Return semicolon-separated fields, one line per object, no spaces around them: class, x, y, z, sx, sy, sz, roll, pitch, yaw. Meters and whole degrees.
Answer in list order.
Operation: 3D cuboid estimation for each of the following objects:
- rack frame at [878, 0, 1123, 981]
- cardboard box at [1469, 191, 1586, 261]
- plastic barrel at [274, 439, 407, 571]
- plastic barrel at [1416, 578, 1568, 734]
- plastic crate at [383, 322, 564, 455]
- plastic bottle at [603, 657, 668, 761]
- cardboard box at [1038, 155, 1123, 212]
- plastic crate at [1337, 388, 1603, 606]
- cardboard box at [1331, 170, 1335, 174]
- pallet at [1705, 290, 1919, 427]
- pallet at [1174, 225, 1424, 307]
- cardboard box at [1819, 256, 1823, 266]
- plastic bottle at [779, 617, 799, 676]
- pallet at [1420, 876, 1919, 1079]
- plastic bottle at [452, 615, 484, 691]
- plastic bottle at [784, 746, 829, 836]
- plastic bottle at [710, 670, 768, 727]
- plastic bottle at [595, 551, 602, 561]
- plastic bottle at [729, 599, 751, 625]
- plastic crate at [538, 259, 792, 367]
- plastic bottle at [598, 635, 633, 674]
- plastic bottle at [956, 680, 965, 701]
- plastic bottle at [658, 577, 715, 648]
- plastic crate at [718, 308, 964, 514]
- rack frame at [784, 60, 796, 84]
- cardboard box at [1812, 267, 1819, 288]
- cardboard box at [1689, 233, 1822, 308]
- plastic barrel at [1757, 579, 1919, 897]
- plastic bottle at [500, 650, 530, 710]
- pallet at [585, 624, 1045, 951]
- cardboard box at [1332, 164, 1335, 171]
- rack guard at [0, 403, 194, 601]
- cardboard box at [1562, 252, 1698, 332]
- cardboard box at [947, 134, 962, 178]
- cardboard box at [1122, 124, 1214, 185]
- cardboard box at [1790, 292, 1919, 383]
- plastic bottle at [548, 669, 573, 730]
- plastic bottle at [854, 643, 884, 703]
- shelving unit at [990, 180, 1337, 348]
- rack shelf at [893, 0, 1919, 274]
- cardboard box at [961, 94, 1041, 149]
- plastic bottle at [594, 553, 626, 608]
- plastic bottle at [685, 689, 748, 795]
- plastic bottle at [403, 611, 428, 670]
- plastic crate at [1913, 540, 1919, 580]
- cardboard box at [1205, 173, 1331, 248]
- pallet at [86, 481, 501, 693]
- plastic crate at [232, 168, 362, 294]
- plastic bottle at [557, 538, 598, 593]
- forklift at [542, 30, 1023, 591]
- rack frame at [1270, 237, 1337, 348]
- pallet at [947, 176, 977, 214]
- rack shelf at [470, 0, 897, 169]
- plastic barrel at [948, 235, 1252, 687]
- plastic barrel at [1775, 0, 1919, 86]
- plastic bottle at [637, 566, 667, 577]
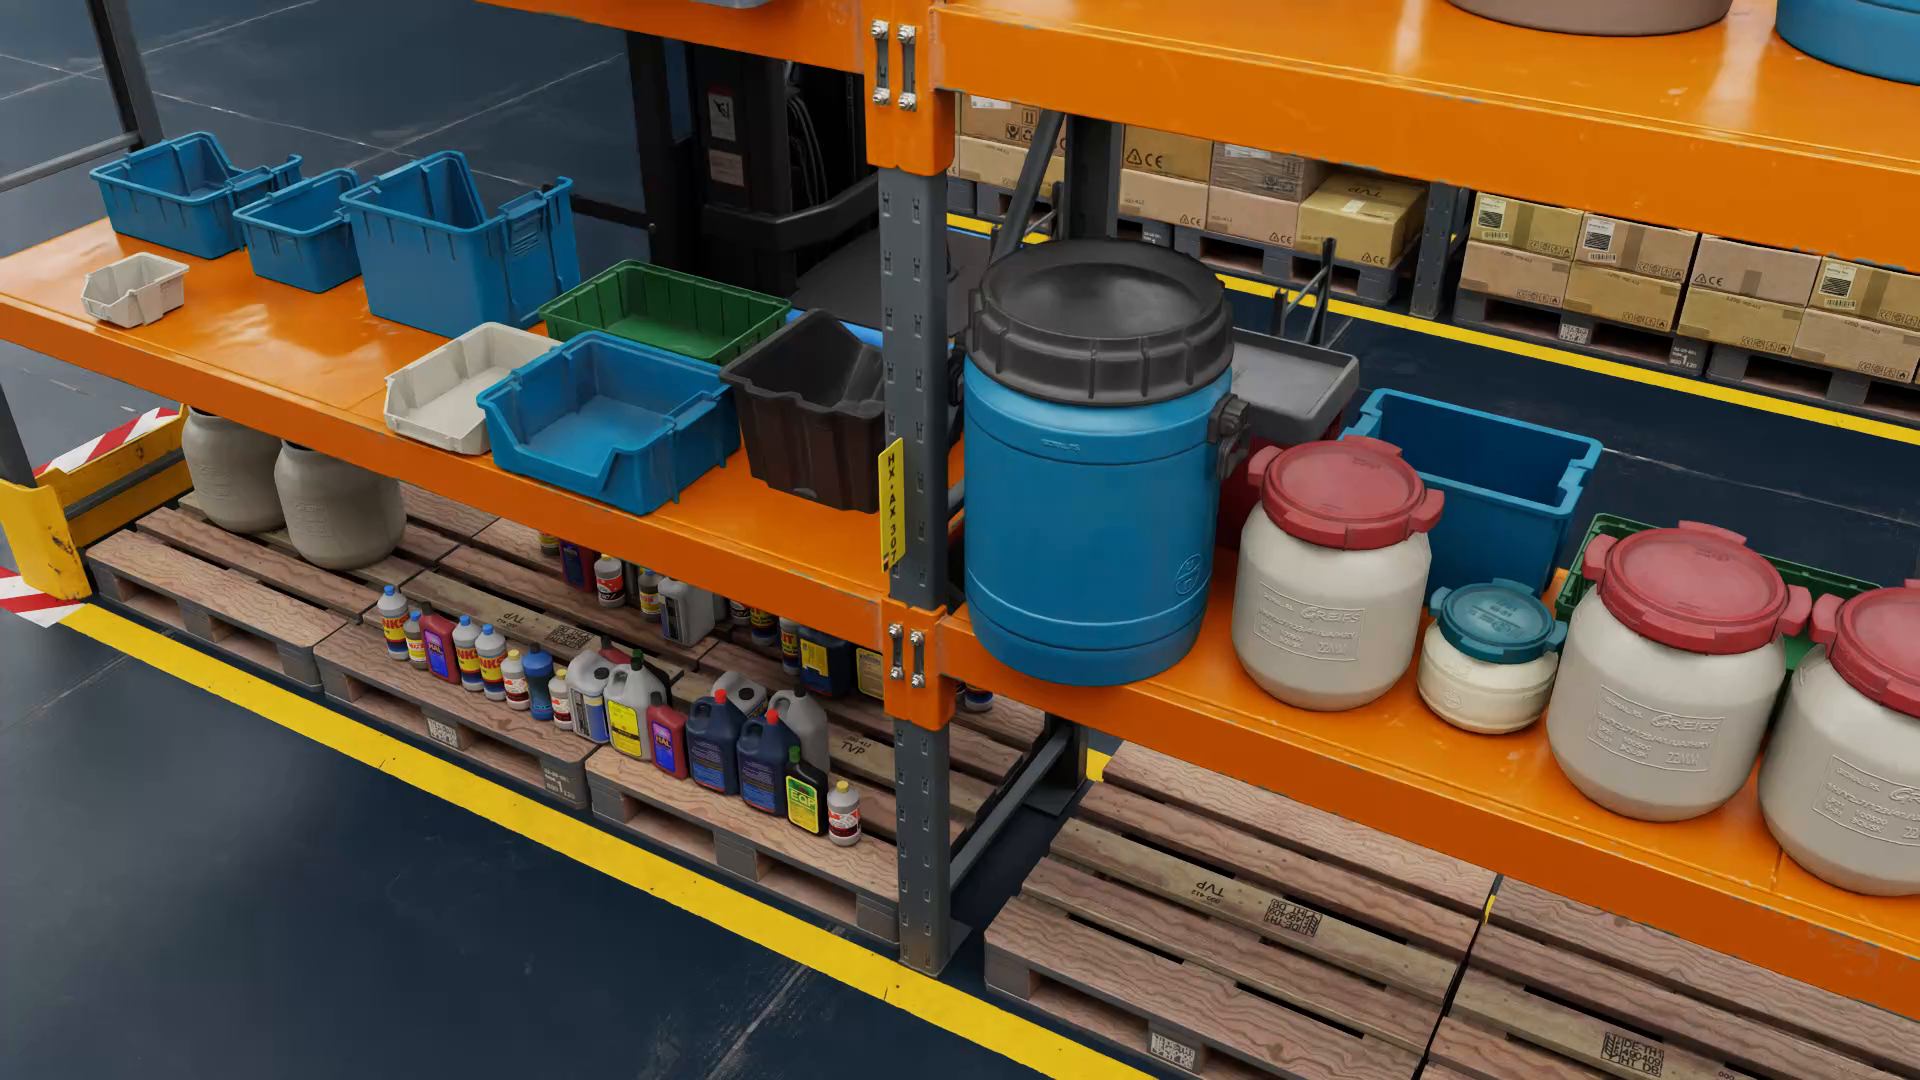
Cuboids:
rack frame;0.123;-0.226;4.384;0.127;3.000;1.000;18;37;24
cardboard box;2.819;-1.639;8.101;0.500;0.311;0.500;18;38;25
plastic barrel;-2.305;-0.184;6.185;0.421;0.512;0.421;0;34;0
plastic barrel;1.196;0.269;3.764;0.301;0.262;0.301;0;34;0
plastic crate;-1.413;-0.441;4.944;0.437;0.136;0.530;18;37;24
plastic bottle;-1.026;0.513;5.266;0.185;0.351;0.144;17;37;24
cardboard box;0.768;-2.071;9.256;0.500;0.250;0.500;18;37;24
plastic crate;1.235;-0.066;4.157;0.575;0.384;0.392;18;37;24
cardboard box;1.900;-2.053;9.228;0.500;0.250;0.500;18;37;24
pallet;4.306;-0.929;7.955;1.213;0.211;1.003;18;37;24
pallet;1.914;-1.687;9.093;1.213;0.211;1.003;18;37;24
cardboard box;4.399;-1.481;7.863;0.500;0.311;0.500;17;37;24
plastic bottle;-0.558;0.323;5.624;0.097;0.271;0.097;0;34;0
pallet;1.887;1.467;4.357;1.213;0.211;1.003;18;37;24
plastic bottle;-1.633;0.369;5.554;0.097;0.271;0.097;0;34;0
plastic bottle;-0.458;0.748;4.975;0.133;0.283;0.061;20;38;27
plastic bottle;-0.694;0.555;5.271;0.135;0.276;0.152;18;37;24
plastic bottle;-1.333;0.001;6.103;0.135;0.276;0.152;18;38;25
plastic bottle;-0.770;0.193;5.882;0.097;0.201;0.097;0;34;0
plastic crate;-0.916;-0.647;5.207;0.662;0.188;0.450;18;37;24
plastic bottle;-1.113;0.443;5.432;0.133;0.283;0.061;18;37;24
plastic bottle;-0.024;0.429;5.528;0.097;0.201;0.097;0;34;0
plastic bottle;-0.957;0.212;5.786;0.135;0.276;0.152;18;37;24
plastic crate;-0.268;-0.406;4.709;0.504;0.338;0.767;18;37;24
rack frame;-0.889;-3.709;9.614;0.127;3.000;1.000;18;37;24
cardboard box;3.971;-1.384;8.224;0.500;0.250;0.500;18;38;25
cardboard box;3.701;-1.357;7.678;0.500;0.311;0.500;16;37;23
plastic barrel;1.857;0.407;3.311;0.433;0.535;0.433;0;34;0
plastic bottle;-1.460;0.453;5.491;0.097;0.201;0.097;0;34;0
pallet;-0.439;0.730;5.464;1.213;0.211;1.003;18;37;24
cardboard box;1.899;-2.363;9.018;0.500;0.500;0.500;18;37;24
rack guard;-3.261;-0.288;6.731;0.348;0.500;1.175;18;37;24
cardboard box;3.254;-1.268;8.050;0.500;0.250;0.500;19;38;26
cardboard box;-0.098;-2.349;9.673;0.500;0.250;0.500;18;37;24
cardboard box;1.209;-2.253;8.852;0.500;0.500;0.500;18;37;24
cardboard box;4.147;-0.986;7.627;0.500;0.250;0.500;18;38;25
plastic bottle;-1.282;0.509;5.406;0.097;0.201;0.097;0;34;0
plastic bottle;-0.283;0.398;5.499;0.133;0.283;0.061;18;37;24
shelving unit;0.690;-0.406;6.006;1.083;1.500;0.587;18;37;24
rack shelf;1.859;-0.625;2.926;4.000;0.370;1.077;18;37;24
cardboard box;0.342;-2.529;9.267;0.500;0.500;0.500;18;37;24
plastic bottle;-1.258;0.135;5.968;0.097;0.201;0.097;0;34;0
plastic bottle;-0.746;0.602;5.133;0.185;0.351;0.144;16;37;22
plastic bottle;-1.841;0.332;5.672;0.097;0.201;0.097;0;34;0
plastic crate;2.345;0.255;3.602;0.583;0.464;0.402;18;37;24
cardboard box;1.644;-1.804;8.854;0.500;0.250;0.500;18;37;24
pallet;-2.558;0.059;6.472;1.213;0.211;1.003;18;37;24
plastic crate;-2.206;-1.089;5.814;0.408;0.251;0.499;18;37;24
plastic bottle;-1.385;0.049;6.024;0.133;0.283;0.061;18;37;24
forklift;-1.061;-1.607;6.519;3.031;2.935;1.130;18;37;24
rack frame;1.123;-0.268;5.800;0.032;1.500;0.500;18;37;24
pallet;-0.204;-2.358;10.101;1.213;0.211;1.003;18;37;24
rack shelf;-1.613;-1.725;4.578;4.000;0.370;1.077;18;37;24
plastic barrel;0.308;-0.183;3.866;0.708;0.901;0.600;18;37;24
plastic barrel;1.808;-1.288;2.820;0.708;0.901;0.600;18;37;24
plastic bottle;-1.066;0.052;5.959;0.185;0.351;0.144;19;38;26
